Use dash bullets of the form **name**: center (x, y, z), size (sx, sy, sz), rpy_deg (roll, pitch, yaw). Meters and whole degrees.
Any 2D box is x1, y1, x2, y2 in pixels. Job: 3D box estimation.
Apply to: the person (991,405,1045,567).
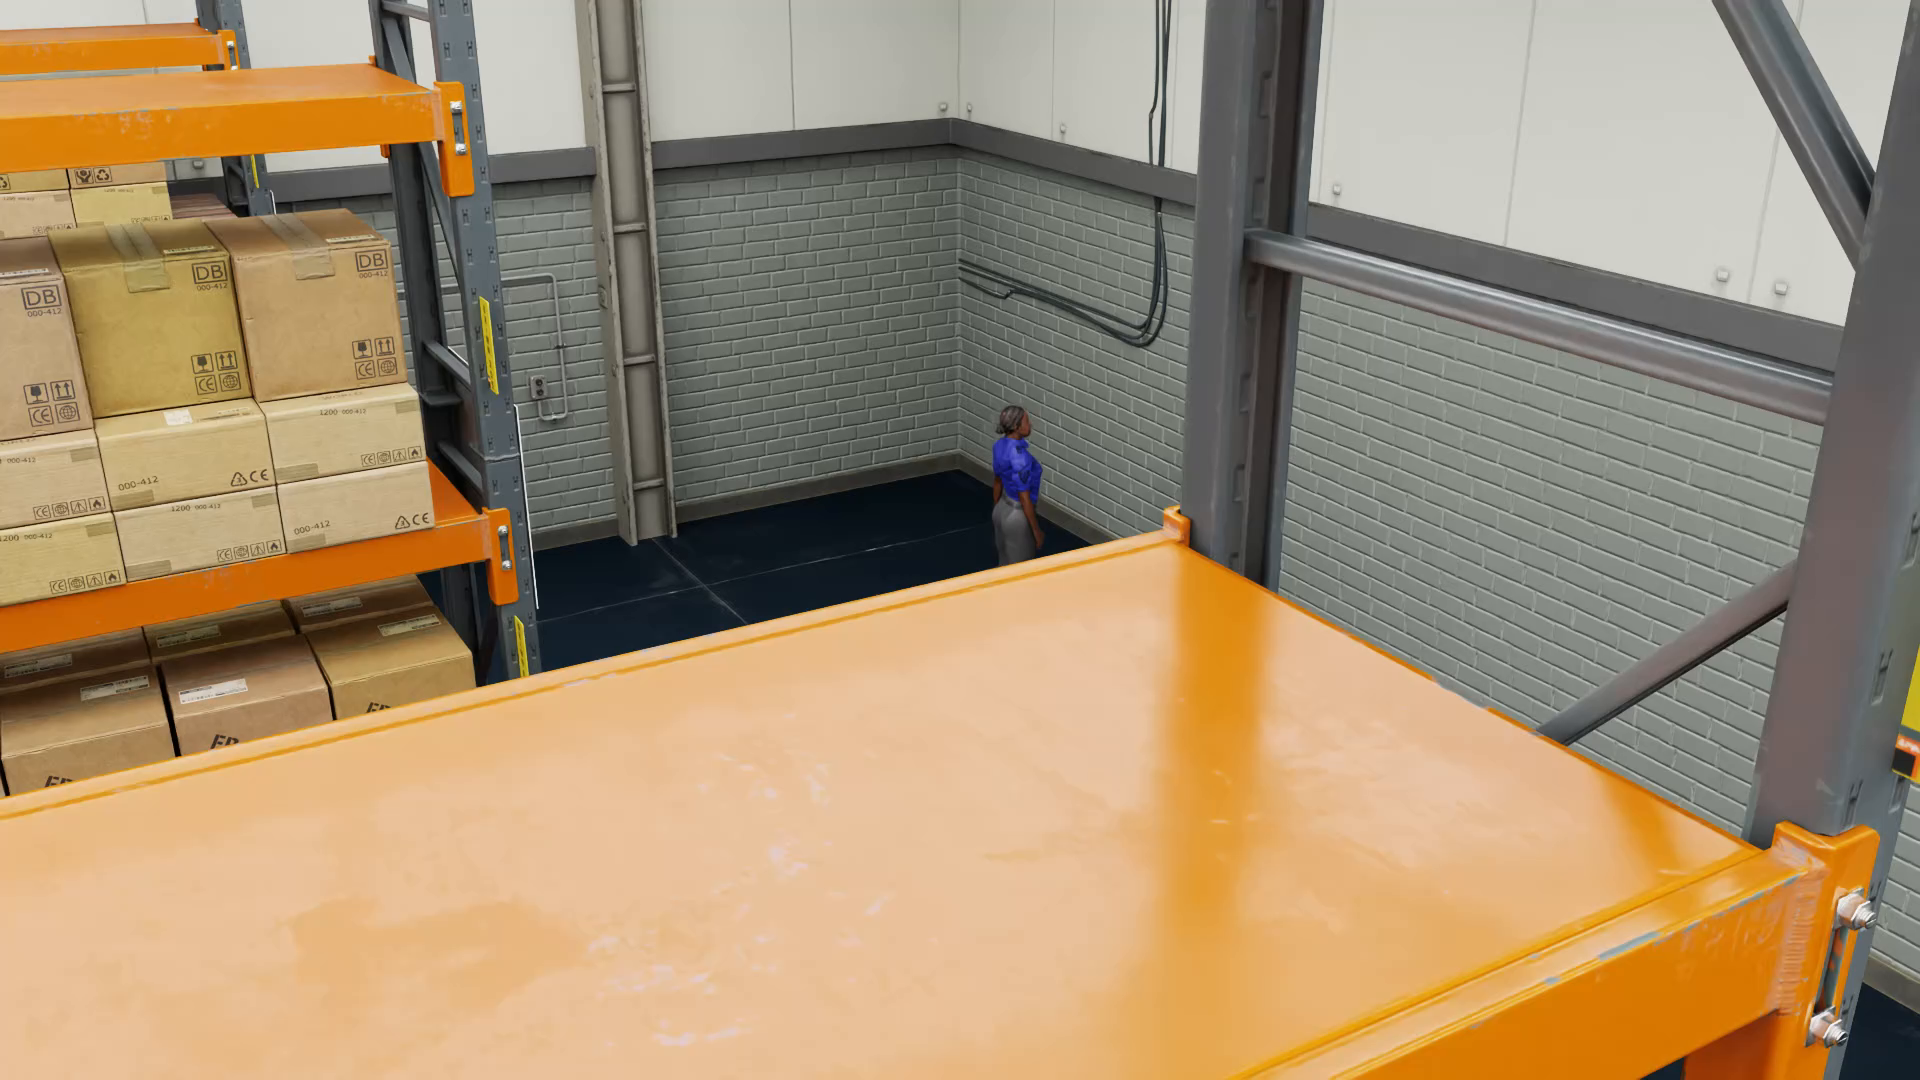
- **person**: center (0.371, -0.122, 11.356), size (0.376, 1.660, 0.474), rpy_deg (-8, 23, -19)
